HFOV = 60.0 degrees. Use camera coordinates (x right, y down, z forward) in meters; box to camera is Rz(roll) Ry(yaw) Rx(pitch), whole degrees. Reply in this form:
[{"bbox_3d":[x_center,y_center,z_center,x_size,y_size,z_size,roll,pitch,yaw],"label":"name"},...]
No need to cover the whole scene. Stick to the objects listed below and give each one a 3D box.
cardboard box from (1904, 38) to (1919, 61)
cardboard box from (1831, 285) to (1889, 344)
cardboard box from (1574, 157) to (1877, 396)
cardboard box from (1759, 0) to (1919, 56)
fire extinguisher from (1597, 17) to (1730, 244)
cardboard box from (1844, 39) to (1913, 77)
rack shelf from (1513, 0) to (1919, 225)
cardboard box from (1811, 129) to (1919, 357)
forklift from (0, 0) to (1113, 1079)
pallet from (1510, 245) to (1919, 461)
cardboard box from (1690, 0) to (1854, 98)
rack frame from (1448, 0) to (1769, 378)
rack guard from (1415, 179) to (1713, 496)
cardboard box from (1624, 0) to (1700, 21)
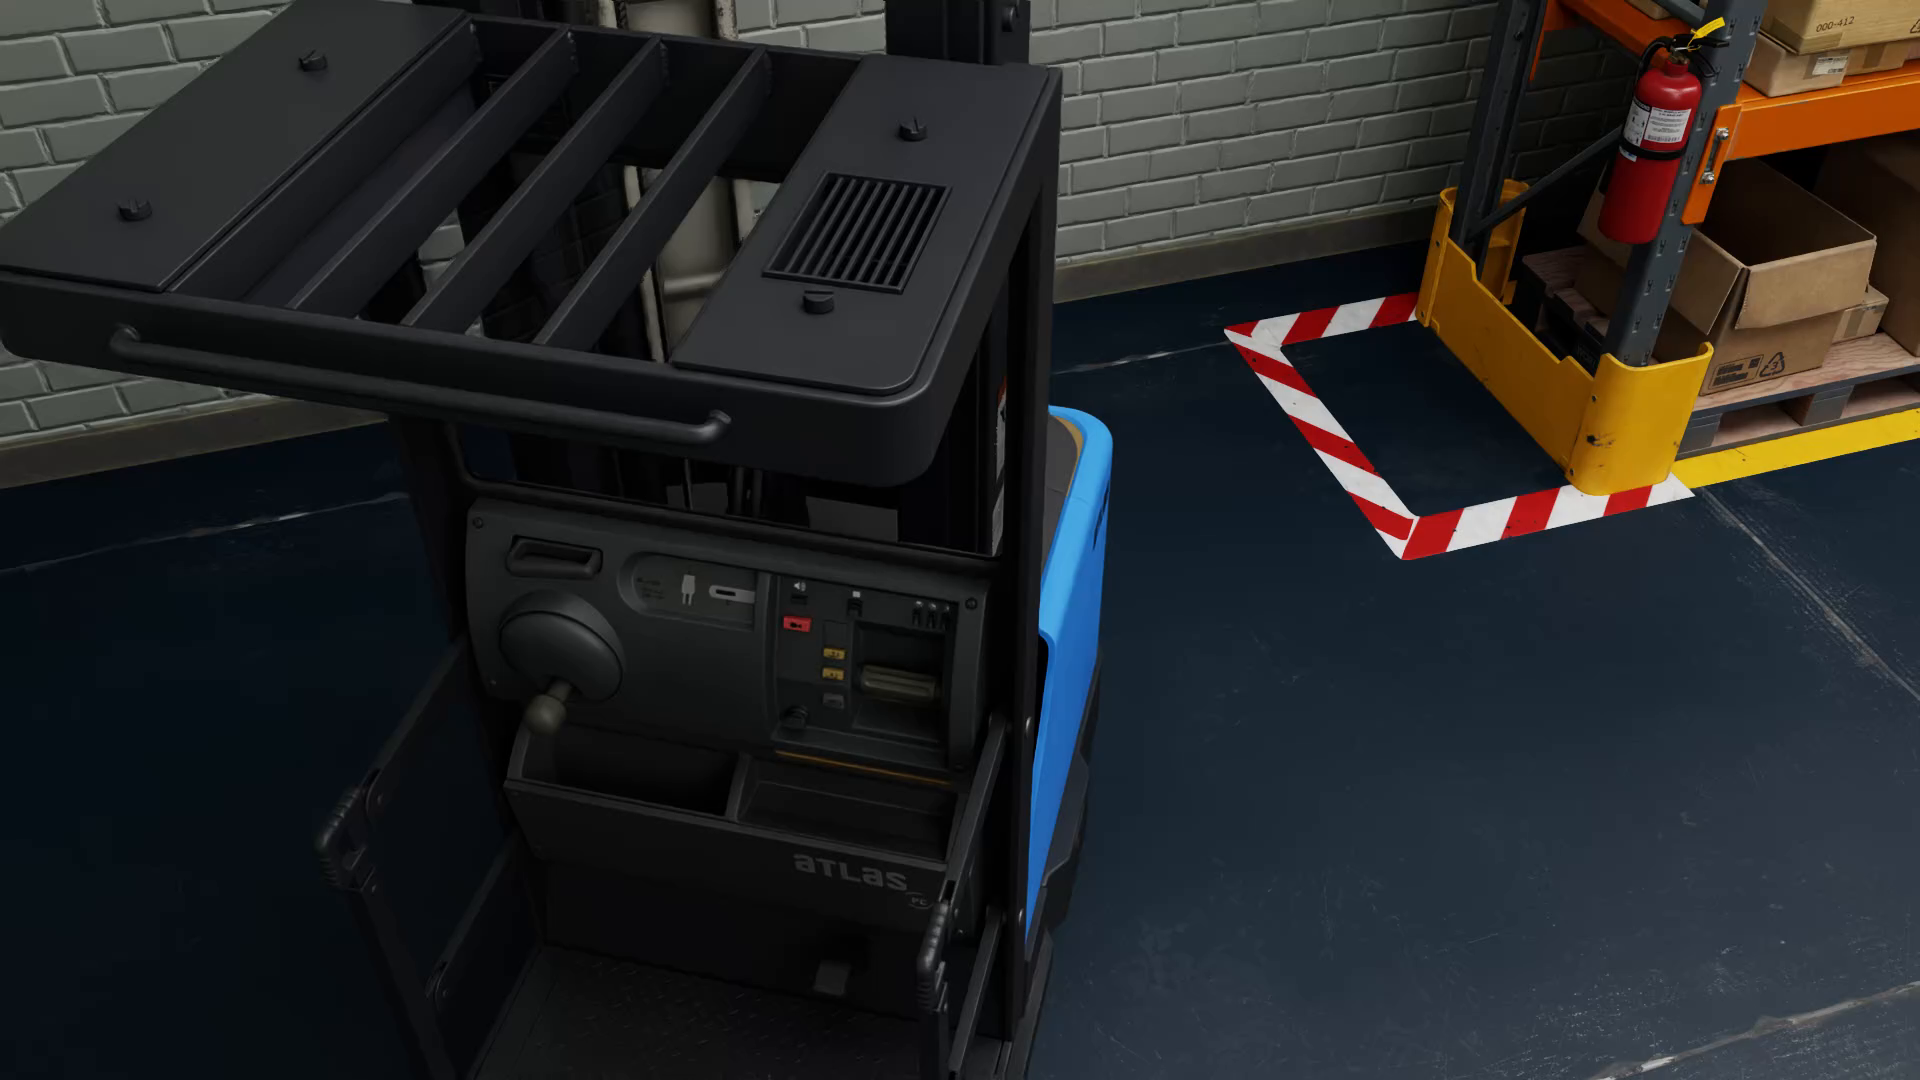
[{"bbox_3d":[2.814,-1.598,4.991,0.250,0.149,0.380,-12,43,-14],"label":"cardboard box"},{"bbox_3d":[2.978,-0.853,5.794,0.250,0.149,0.380,-13,43,-15],"label":"cardboard box"},{"bbox_3d":[2.561,-0.927,5.609,0.637,0.503,0.797,-13,43,-15],"label":"cardboard box"},{"bbox_3d":[2.463,-1.623,4.716,0.500,0.250,0.500,-11,42,-13],"label":"cardboard box"},{"bbox_3d":[1.948,-1.158,4.638,0.183,0.674,0.296,-12,42,-13],"label":"fire extinguisher"},{"bbox_3d":[2.574,-1.525,4.906,0.250,0.149,0.380,-11,42,-12],"label":"cardboard box"},{"bbox_3d":[3.857,-1.771,5.545,4.000,0.370,1.077,-12,42,-13],"label":"rack shelf"},{"bbox_3d":[3.388,-1.070,5.775,0.500,0.500,0.700,-10,42,-11],"label":"cardboard box"},{"bbox_3d":[-0.463,0.269,2.715,1.130,2.935,3.031,9,42,10],"label":"forklift"},{"bbox_3d":[2.782,-0.770,5.971,1.213,0.211,1.003,-12,42,-13],"label":"pallet"},{"bbox_3d":[2.345,-1.445,4.815,0.250,0.149,0.380,-12,43,-13],"label":"cardboard box"},{"bbox_3d":[1.949,-1.647,4.855,0.127,3.000,1.000,-12,42,-13],"label":"rack frame"},{"bbox_3d":[2.022,-0.721,5.695,0.348,0.500,1.175,-12,42,-13],"label":"rack guard"},{"bbox_3d":[2.185,-1.786,5.206,0.250,0.149,0.380,-12,43,-14],"label":"cardboard box"}]
